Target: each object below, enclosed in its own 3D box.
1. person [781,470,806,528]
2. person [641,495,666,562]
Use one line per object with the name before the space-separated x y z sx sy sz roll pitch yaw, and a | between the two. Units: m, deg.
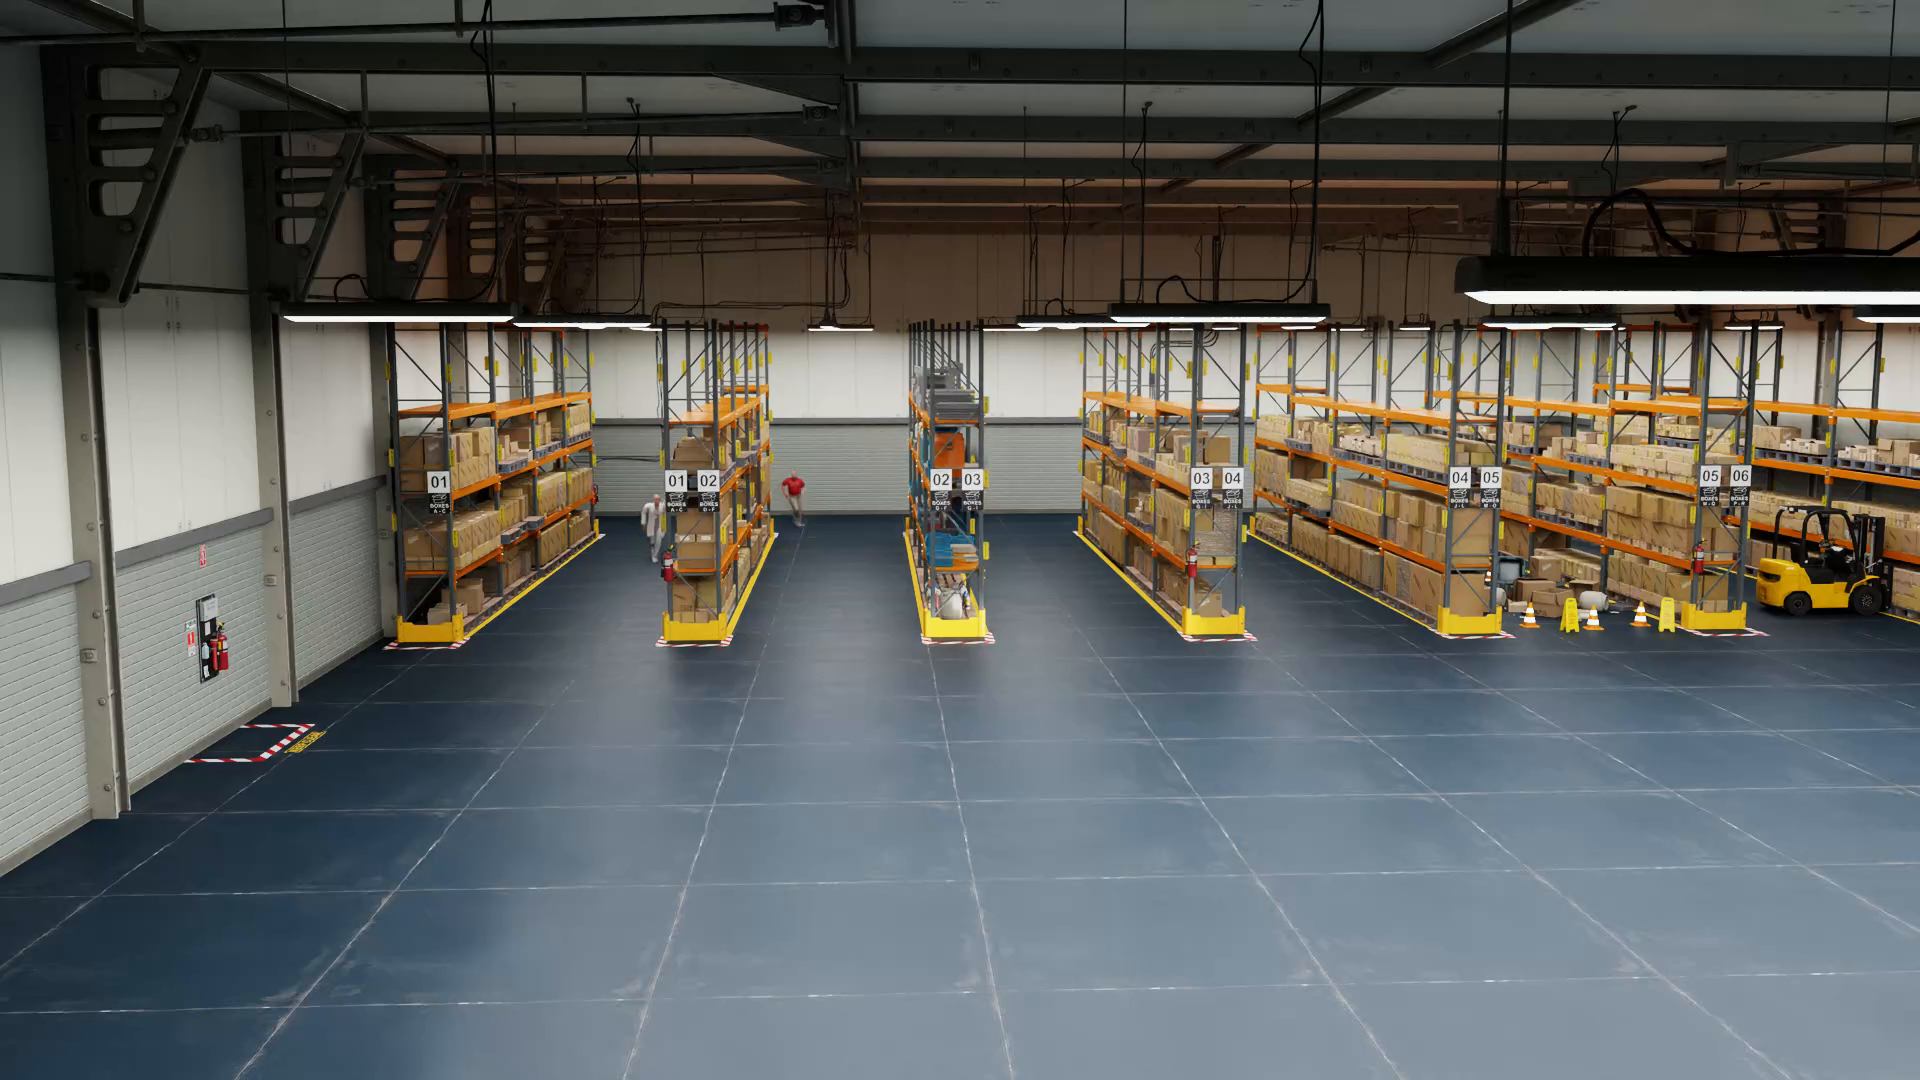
person | -4.898 -1.215 49.326 0.712 1.730 0.696 -4 8 -29
person | -7.705 -0.315 42.093 0.718 1.711 0.706 -2 7 -19
